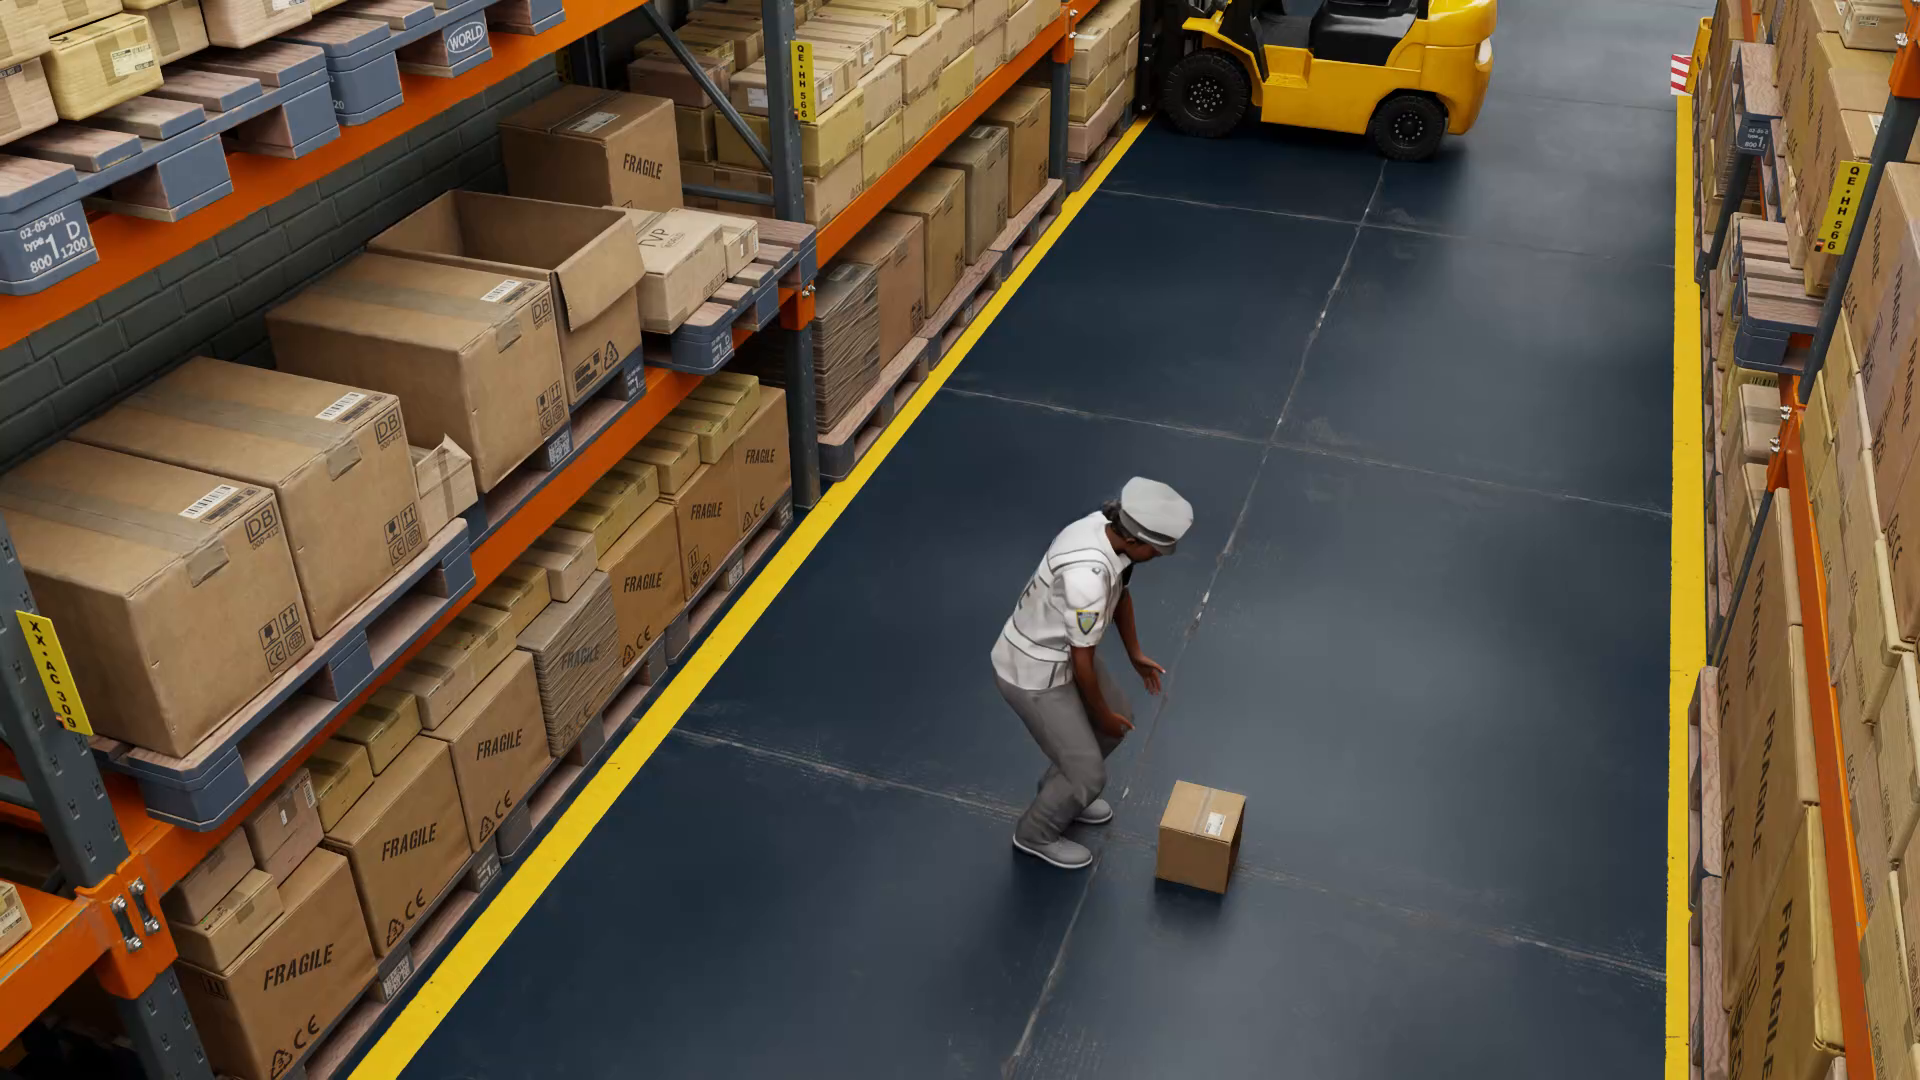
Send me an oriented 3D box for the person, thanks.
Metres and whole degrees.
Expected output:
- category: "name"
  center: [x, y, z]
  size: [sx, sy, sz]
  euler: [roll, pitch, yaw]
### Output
- category: "person"
  center: [0.433, 0.437, 5.652]
  size: [0.628, 1.487, 0.490]
  euler: [12, 35, 18]
